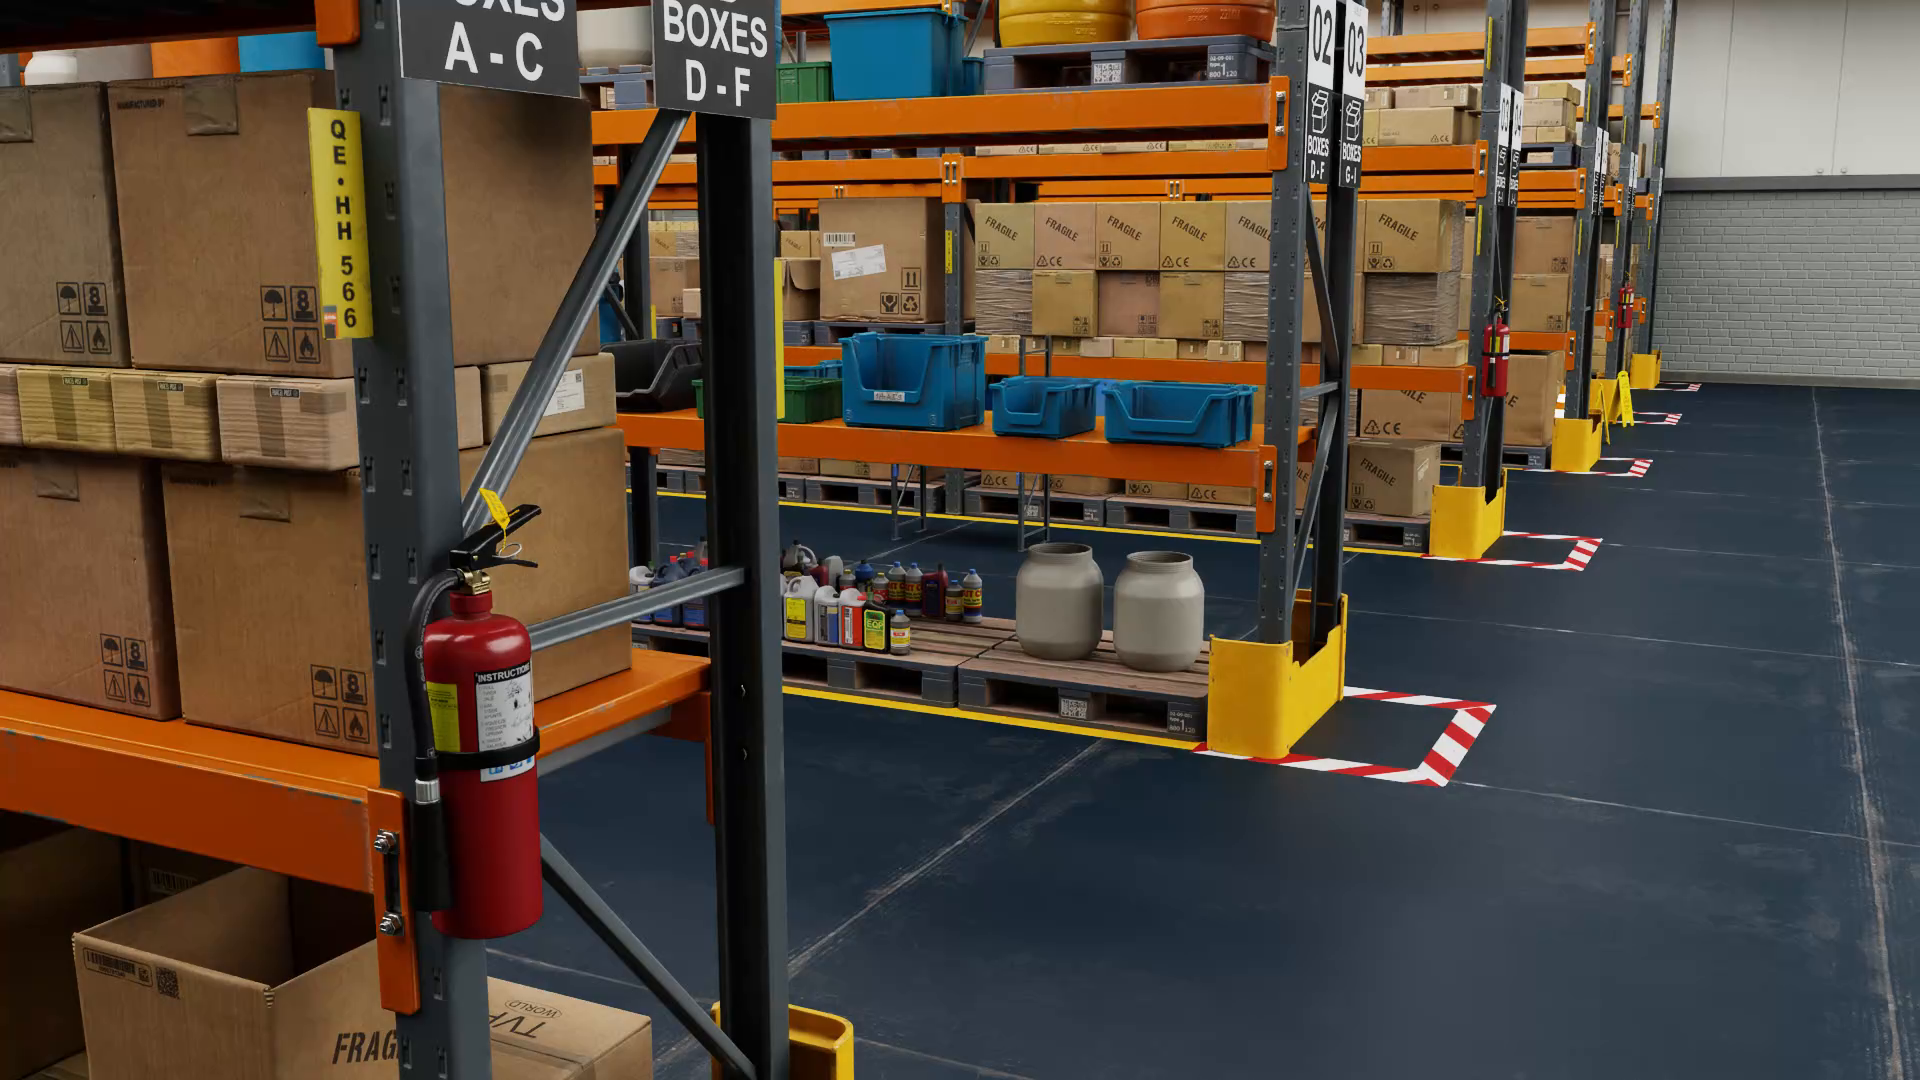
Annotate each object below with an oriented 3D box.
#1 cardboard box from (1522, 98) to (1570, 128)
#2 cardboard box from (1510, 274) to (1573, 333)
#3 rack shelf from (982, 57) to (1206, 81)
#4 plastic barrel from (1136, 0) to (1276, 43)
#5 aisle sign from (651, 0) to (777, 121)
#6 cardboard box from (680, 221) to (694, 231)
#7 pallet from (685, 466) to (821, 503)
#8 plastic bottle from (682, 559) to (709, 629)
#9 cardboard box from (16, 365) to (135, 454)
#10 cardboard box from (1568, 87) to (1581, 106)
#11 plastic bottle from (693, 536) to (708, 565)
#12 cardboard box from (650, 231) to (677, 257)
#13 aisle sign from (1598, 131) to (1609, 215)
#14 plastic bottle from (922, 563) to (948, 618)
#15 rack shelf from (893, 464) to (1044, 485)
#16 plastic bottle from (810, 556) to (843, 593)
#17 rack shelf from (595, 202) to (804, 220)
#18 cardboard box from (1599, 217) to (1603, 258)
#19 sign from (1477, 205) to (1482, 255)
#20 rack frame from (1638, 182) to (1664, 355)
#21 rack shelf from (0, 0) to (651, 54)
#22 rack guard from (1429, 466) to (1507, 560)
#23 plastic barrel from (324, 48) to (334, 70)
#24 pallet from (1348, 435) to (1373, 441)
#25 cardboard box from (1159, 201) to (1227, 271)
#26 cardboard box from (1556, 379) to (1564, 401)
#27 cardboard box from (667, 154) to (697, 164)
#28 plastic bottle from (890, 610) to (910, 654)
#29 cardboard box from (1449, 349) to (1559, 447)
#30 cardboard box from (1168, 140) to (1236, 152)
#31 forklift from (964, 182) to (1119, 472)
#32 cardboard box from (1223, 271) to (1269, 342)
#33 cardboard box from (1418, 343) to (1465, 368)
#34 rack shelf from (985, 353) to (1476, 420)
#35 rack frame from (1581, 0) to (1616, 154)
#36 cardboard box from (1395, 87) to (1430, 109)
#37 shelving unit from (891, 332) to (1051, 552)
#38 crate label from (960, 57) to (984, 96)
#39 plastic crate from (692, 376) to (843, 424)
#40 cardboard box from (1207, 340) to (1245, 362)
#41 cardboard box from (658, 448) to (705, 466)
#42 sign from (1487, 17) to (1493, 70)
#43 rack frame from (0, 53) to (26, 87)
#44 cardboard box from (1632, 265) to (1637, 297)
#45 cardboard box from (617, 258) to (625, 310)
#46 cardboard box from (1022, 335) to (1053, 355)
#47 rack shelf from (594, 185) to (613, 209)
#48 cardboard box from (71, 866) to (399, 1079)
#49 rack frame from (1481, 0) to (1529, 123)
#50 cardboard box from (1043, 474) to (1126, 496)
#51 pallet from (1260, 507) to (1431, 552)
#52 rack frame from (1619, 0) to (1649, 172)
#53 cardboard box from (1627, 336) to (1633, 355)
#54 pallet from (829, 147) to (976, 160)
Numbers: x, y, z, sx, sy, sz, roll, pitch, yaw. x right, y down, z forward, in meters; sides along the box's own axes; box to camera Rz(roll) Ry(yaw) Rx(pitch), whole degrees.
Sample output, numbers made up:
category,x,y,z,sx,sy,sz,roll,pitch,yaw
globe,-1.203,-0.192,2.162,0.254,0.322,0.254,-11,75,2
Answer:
category,x,y,z,sx,sy,sz,roll,pitch,yaw
cardboard box,5.467,-4.020,15.724,0.500,0.250,0.500,5,11,27
cardboard box,5.676,-2.318,16.192,0.550,0.550,0.875,5,11,26
rack shelf,0.648,-5.096,18.262,4.000,0.370,1.077,5,11,26
plastic barrel,1.060,-2.559,7.137,0.708,0.830,0.600,5,11,26
aisle sign,-0.448,-1.179,3.021,0.004,0.787,0.394,5,11,26
cardboard box,-4.168,-4.911,26.031,0.250,0.149,0.380,5,11,25
pallet,-1.640,-0.538,14.609,1.213,0.211,1.003,5,11,26
plastic bottle,-1.325,0.270,8.519,0.185,0.351,0.144,4,11,23
cardboard box,-1.534,-0.264,3.166,0.250,0.149,0.380,5,11,25
cardboard box,5.871,-4.300,16.148,0.250,0.149,0.380,5,11,26
plastic bottle,-1.394,0.153,9.165,0.185,0.351,0.144,5,11,26
cardboard box,-4.536,-4.621,26.252,0.500,0.500,0.500,5,11,26
aisle sign,6.225,-3.543,16.086,0.004,0.787,0.394,5,11,26
plastic bottle,-0.131,0.260,8.762,0.133,0.283,0.061,5,12,27
rack shelf,0.077,-0.554,12.092,1.000,0.185,0.538,5,11,26
plastic bottle,-0.724,0.221,9.001,0.135,0.276,0.152,5,12,27
rack shelf,-4.426,-5.246,26.388,4.000,0.370,1.077,5,11,26
cardboard box,7.574,-3.713,20.401,0.500,0.500,0.700,5,11,24
sign,3.480,-2.076,11.139,0.005,0.325,0.100,5,11,26
rack frame,10.322,-3.813,24.878,0.127,3.000,1.000,5,11,26
rack shelf,-2.436,-1.135,3.678,4.000,0.370,1.077,5,11,26
rack guard,3.676,-0.214,12.007,0.348,0.500,1.175,5,11,26
plastic barrel,-3.173,-2.741,9.125,0.600,0.901,0.600,0,10,0
pallet,4.187,-0.996,17.144,1.213,0.211,1.003,5,11,26
cardboard box,1.798,-2.248,12.305,0.500,0.500,0.500,5,11,26
cardboard box,7.263,-1.897,20.828,0.500,0.250,0.500,5,11,26
cardboard box,-2.196,-3.313,14.112,0.500,0.250,0.500,5,12,27
plastic bottle,-0.289,0.439,8.003,0.097,0.201,0.097,0,10,0
cardboard box,5.392,-1.426,16.473,0.875,0.875,0.875,5,11,26
cardboard box,1.841,-2.957,12.143,0.500,0.250,0.500,5,11,25
forklift,-0.095,-2.042,15.285,3.031,2.935,1.130,5,11,25
cardboard box,2.332,-1.747,12.347,0.500,0.500,0.875,5,11,26
cardboard box,3.397,-1.303,11.715,0.250,0.149,0.380,5,11,26
rack shelf,1.950,-1.241,12.686,4.000,0.370,1.077,5,11,26
rack frame,6.029,-5.174,15.550,0.127,3.000,1.000,5,11,26
cardboard box,3.175,-3.047,11.524,0.250,0.149,0.380,5,11,24
shelving unit,0.077,-0.731,12.060,1.048,1.500,0.538,5,11,26
crate label,0.020,-2.250,8.233,0.408,0.251,0.502,5,11,26
plastic crate,-0.942,-0.705,8.301,0.662,0.188,0.450,5,11,26
cardboard box,2.005,-1.405,12.276,0.250,0.149,0.380,5,11,26
cardboard box,-2.318,-0.963,14.913,0.500,0.500,0.700,4,11,21
sign,3.480,-3.262,10.924,0.005,0.325,0.100,5,11,26
rack frame,-5.622,-4.229,10.329,0.127,3.000,1.000,5,11,26
cardboard box,10.000,-3.946,25.330,0.500,0.500,0.500,5,12,28
cardboard box,-2.928,-2.288,14.988,0.500,0.500,0.500,4,11,19
cardboard box,0.671,-1.527,12.951,0.250,0.149,0.380,5,11,26
rack shelf,-5.224,-3.348,15.902,4.000,0.370,1.077,5,11,26
cardboard box,-1.255,0.927,3.122,0.500,0.500,0.500,5,11,26
rack frame,3.744,-4.390,11.217,0.127,3.000,1.000,5,11,26
cardboard box,1.015,-0.648,13.226,0.500,0.500,0.500,10,14,44
pallet,2.963,-0.141,12.417,1.213,0.211,1.003,5,11,26
rack frame,8.129,-5.972,19.962,0.127,3.000,1.000,5,11,26
cardboard box,9.992,-2.983,25.429,0.500,0.250,0.500,5,12,27
pallet,-0.350,-3.202,13.605,1.003,0.211,1.213,5,11,26
